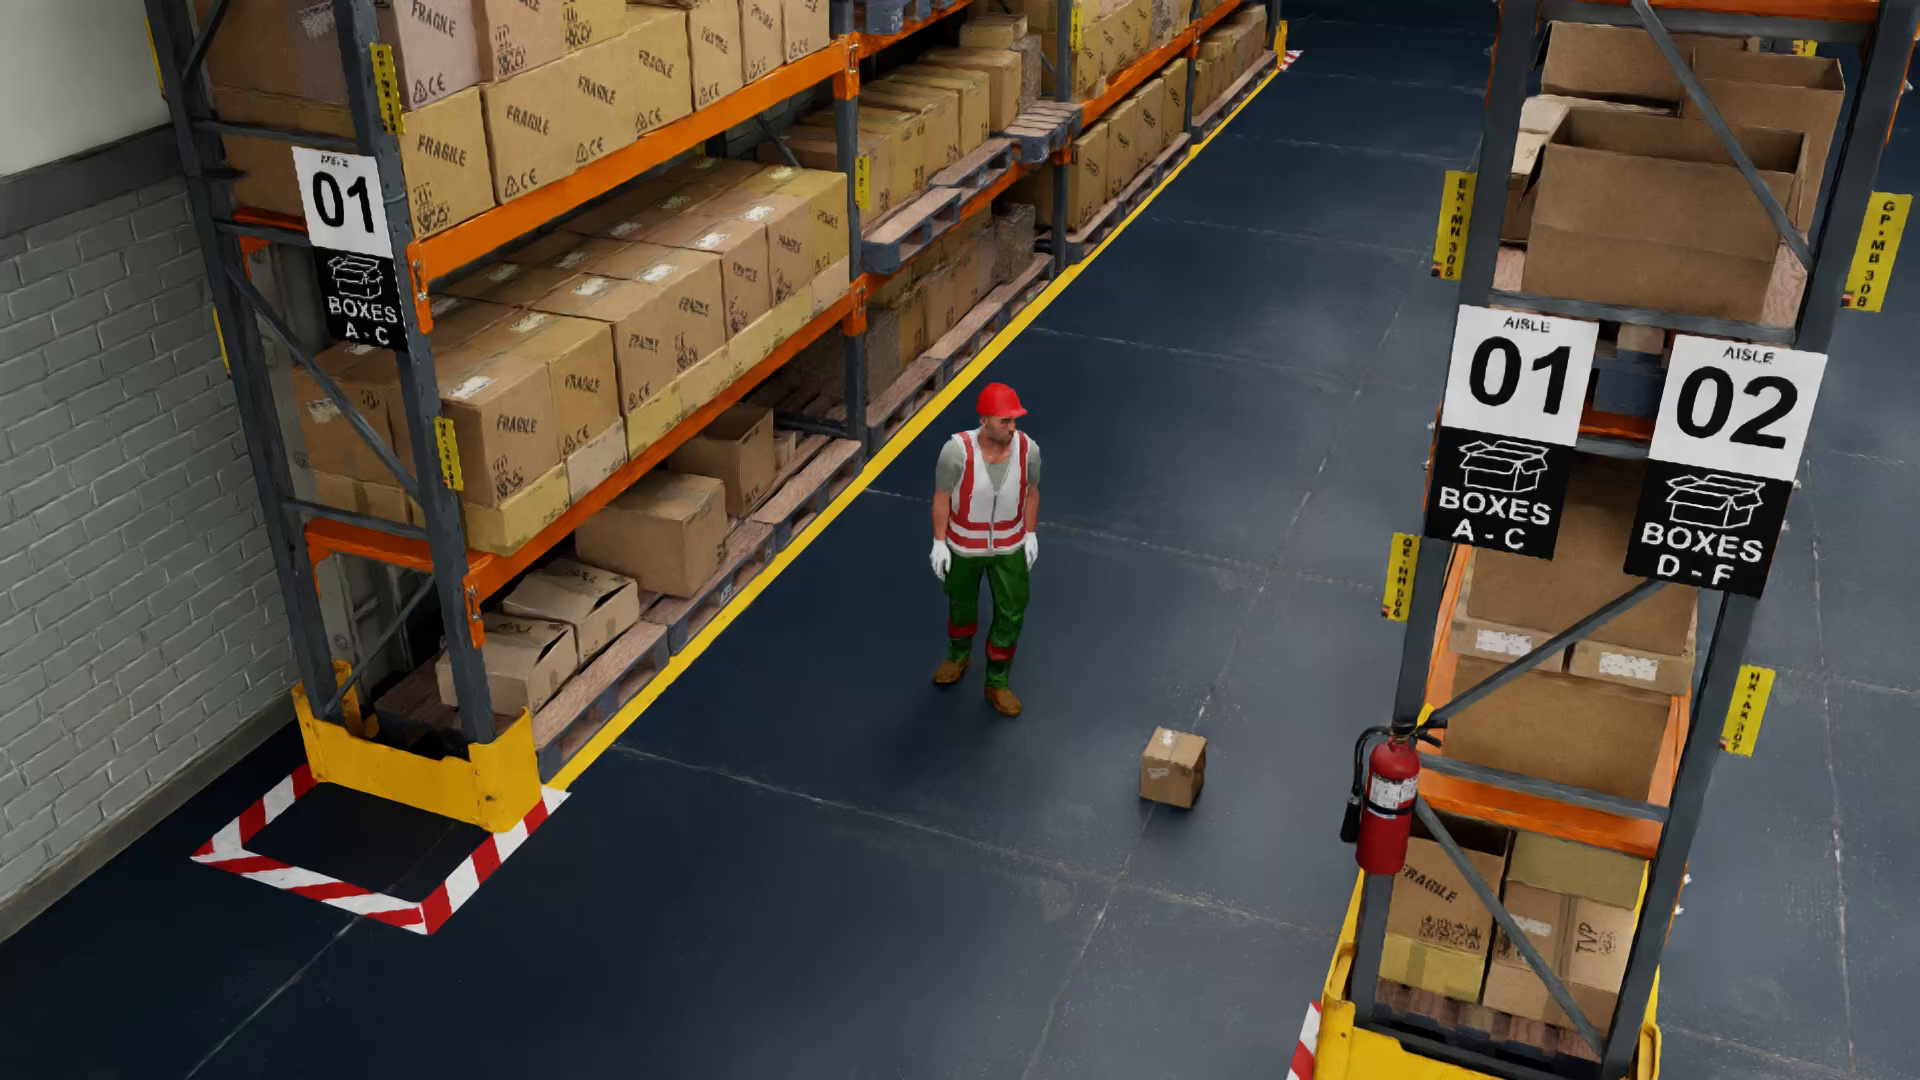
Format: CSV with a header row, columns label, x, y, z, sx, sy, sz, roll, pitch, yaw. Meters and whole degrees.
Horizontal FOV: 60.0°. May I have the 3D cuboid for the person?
label,x,y,z,sx,sy,sz,roll,pitch,yaw
person,0.125,0.013,8.356,0.568,1.781,0.565,-5,30,-8
